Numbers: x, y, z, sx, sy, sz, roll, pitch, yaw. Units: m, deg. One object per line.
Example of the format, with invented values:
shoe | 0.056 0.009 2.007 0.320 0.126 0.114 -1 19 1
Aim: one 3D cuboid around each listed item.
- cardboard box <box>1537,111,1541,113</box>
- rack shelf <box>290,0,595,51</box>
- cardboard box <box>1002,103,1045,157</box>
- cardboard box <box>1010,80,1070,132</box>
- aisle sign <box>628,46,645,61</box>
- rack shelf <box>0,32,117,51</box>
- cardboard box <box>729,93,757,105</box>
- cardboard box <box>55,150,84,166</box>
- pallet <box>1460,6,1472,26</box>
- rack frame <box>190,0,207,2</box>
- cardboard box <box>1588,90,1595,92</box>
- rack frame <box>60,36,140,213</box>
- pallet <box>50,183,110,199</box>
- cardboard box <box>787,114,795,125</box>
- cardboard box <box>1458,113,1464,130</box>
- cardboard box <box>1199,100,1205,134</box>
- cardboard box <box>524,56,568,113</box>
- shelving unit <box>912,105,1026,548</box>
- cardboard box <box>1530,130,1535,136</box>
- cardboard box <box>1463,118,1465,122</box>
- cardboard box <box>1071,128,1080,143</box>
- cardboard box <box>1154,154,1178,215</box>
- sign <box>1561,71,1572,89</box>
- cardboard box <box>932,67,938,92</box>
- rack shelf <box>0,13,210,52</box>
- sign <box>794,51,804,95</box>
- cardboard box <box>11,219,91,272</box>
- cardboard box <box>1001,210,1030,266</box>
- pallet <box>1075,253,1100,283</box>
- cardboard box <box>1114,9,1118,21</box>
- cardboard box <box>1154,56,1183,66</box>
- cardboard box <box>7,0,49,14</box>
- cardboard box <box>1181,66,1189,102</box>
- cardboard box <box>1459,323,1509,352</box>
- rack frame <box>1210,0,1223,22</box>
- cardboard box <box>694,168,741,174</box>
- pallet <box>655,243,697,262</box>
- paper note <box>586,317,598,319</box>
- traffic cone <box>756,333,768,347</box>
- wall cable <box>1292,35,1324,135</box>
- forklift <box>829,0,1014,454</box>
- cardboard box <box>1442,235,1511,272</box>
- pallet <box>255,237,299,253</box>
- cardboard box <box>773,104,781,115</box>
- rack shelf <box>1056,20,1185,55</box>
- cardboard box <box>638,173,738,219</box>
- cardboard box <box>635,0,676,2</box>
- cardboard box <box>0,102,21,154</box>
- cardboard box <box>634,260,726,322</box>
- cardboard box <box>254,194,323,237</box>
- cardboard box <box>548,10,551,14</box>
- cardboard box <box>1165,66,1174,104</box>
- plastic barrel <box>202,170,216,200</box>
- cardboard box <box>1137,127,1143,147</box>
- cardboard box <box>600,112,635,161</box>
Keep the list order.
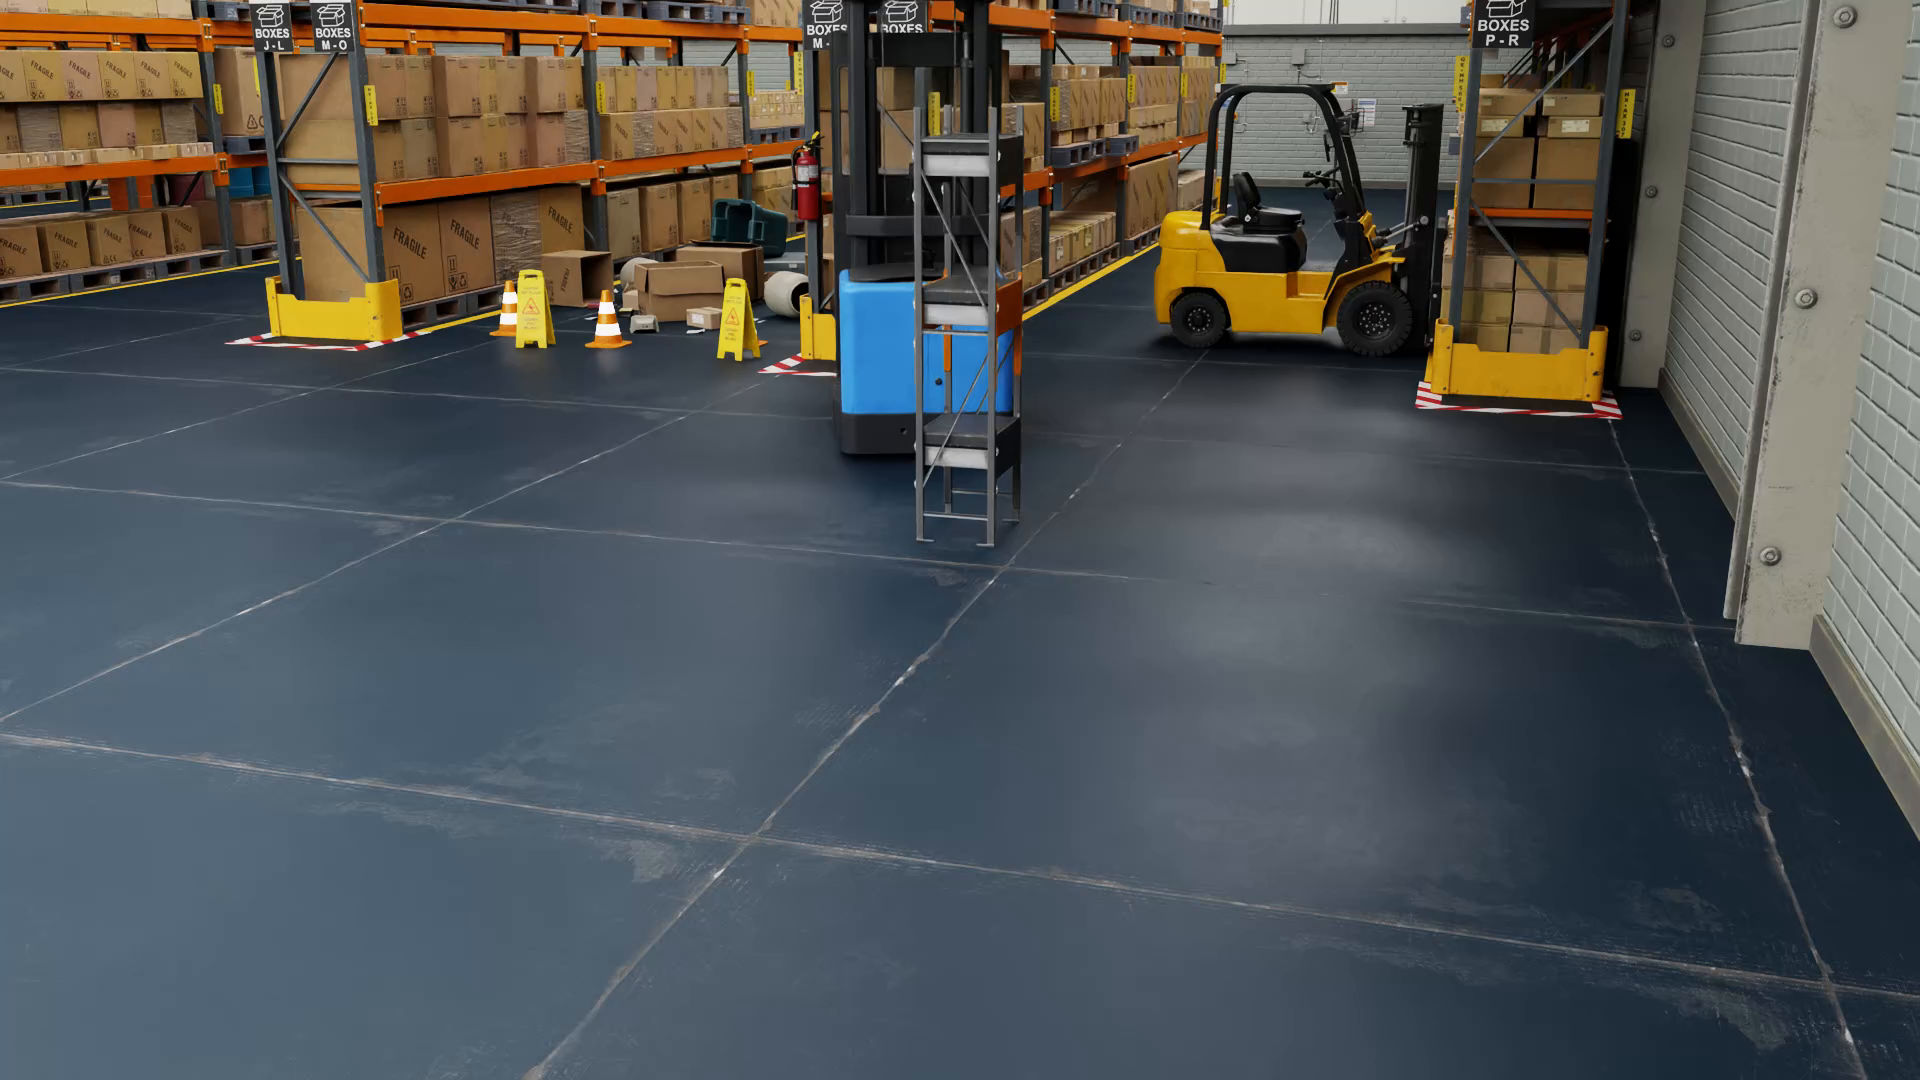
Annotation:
cardboard box | 4.890 -3.415 13.499 0.380 0.149 0.250 4 16 14
rack shelf | -4.930 -4.877 15.847 1.077 0.370 4.000 5 16 16
cardboard box | 0.525 -4.001 16.211 0.500 0.500 0.500 4 16 14
cardboard box | 0.821 -4.439 16.986 0.500 0.500 0.500 5 17 17
aisle sign | -5.946 -9.146 30.315 0.394 0.787 0.004 5 16 16
rack shelf | -13.269 -6.718 22.340 1.077 0.370 4.000 5 16 16
cardboard box | -2.907 -5.824 21.966 0.380 0.149 0.250 5 16 16
cardboard box | -9.397 -3.988 17.352 0.380 0.149 0.250 5 16 16
pallet | 6.902 -6.571 20.845 1.213 0.211 1.003 5 16 16
rack frame | -9.089 -7.600 18.634 1.000 3.000 0.127 5 16 16
cardboard box | 5.094 -3.689 13.920 0.380 0.149 0.250 4 16 15
rack frame | -12.701 -6.145 24.496 1.000 3.000 0.127 5 16 16
pallet | -16.116 -6.414 30.557 1.003 0.211 1.213 5 16 16
cardboard box | -2.530 -5.879 23.251 0.380 0.149 0.250 5 17 17
cardboard box | 6.299 -5.039 20.104 0.500 0.250 0.500 4 16 13
cardboard box | 3.512 -6.585 25.865 0.500 0.500 0.500 5 17 18
cardboard box | -4.545 -4.648 16.966 0.875 0.550 0.550 5 16 16
shelving unit | 0.047 -1.053 8.196 0.431 2.100 0.503 5 16 16
cardboard box | 4.709 -2.941 13.019 0.500 0.500 0.500 4 16 15
cardboard box | 5.207 -4.014 16.341 0.500 0.250 0.500 4 16 14
cardboard box | 1.073 -4.356 17.880 0.380 0.149 0.250 5 17 17
cardboard box | 2.587 -5.050 23.761 0.875 0.875 0.875 5 17 18
sign | 6.843 -5.123 18.772 0.100 0.325 0.005 5 16 16
cardboard box | -0.591 -3.995 14.357 0.700 0.500 0.500 4 16 15
rack shelf | -9.657 -5.288 17.297 1.077 0.370 4.000 5 16 16
sign | -1.250 -3.657 13.023 0.100 0.325 0.005 5 16 16
cardboard box | -9.699 -3.151 17.751 0.500 0.500 0.500 6 17 21
cardboard box | 0.359 -2.877 15.870 0.500 0.500 0.500 5 17 17
pallet | 0.977 -3.128 18.971 1.003 0.211 1.213 5 16 16
cardboard box | 1.661 -6.216 19.710 0.380 0.149 0.250 5 16 16
cardboard box | 3.025 -6.942 24.104 0.380 0.149 0.250 4 16 15
cardboard box | -9.555 -5.409 16.681 0.500 0.250 0.500 5 16 16
cardboard box | 3.054 -6.674 24.345 0.500 0.500 0.500 5 17 16
cardboard box | 3.867 -1.542 12.538 0.500 0.250 0.500 5 17 16
rack frame | 3.823 -9.971 26.993 1.000 3.000 0.127 5 16 16
cardboard box | -3.282 -4.909 22.577 0.500 0.250 0.500 4 16 15
pallet | -3.870 -3.489 20.245 1.003 0.211 1.213 5 16 16
paper note | -3.437 -2.095 15.663 0.144 0.017 0.142 11 19 35
traffic cone | -1.839 -1.891 14.149 0.336 0.463 0.334 5 16 16
wall cable | 6.766 -8.944 32.504 0.588 1.984 0.122 5 16 16
forklift | -0.297 -2.270 10.960 1.130 2.935 3.031 -1 16 -4
cardboard box | 4.141 -2.287 13.332 0.500 0.250 0.500 5 17 17
pallet | -8.524 -3.897 21.681 1.003 0.211 1.213 5 16 16
cardboard box | -2.676 -5.892 22.751 0.380 0.149 0.250 5 17 16
rack shelf | 2.118 -6.612 21.966 1.077 0.370 4.000 5 16 16
cardboard box | -3.485 -4.317 21.406 1.050 0.750 0.750 4 16 15
cardboard box | -3.784 -6.667 20.164 0.500 0.250 0.500 5 17 17
cardboard box | -10.016 -4.141 16.703 0.875 0.500 0.500 5 16 16
cardboard box | -2.652 -2.354 15.707 0.797 0.503 0.637 -7 17 -23
cardboard box | -8.581 -4.152 21.245 0.700 0.500 0.500 3 16 11
cardboard box | -6.650 -8.758 27.076 0.700 0.500 0.500 4 16 13
cardboard box | 2.660 -6.295 23.012 0.500 0.500 0.500 5 17 17
plastic barrel | -12.182 -5.729 26.821 0.421 0.512 0.421 0 16 0
cardboard box | 2.059 -5.164 21.314 0.500 0.250 0.500 4 16 14
cardboard box | -3.954 -4.468 18.401 0.500 0.500 0.500 5 17 16
